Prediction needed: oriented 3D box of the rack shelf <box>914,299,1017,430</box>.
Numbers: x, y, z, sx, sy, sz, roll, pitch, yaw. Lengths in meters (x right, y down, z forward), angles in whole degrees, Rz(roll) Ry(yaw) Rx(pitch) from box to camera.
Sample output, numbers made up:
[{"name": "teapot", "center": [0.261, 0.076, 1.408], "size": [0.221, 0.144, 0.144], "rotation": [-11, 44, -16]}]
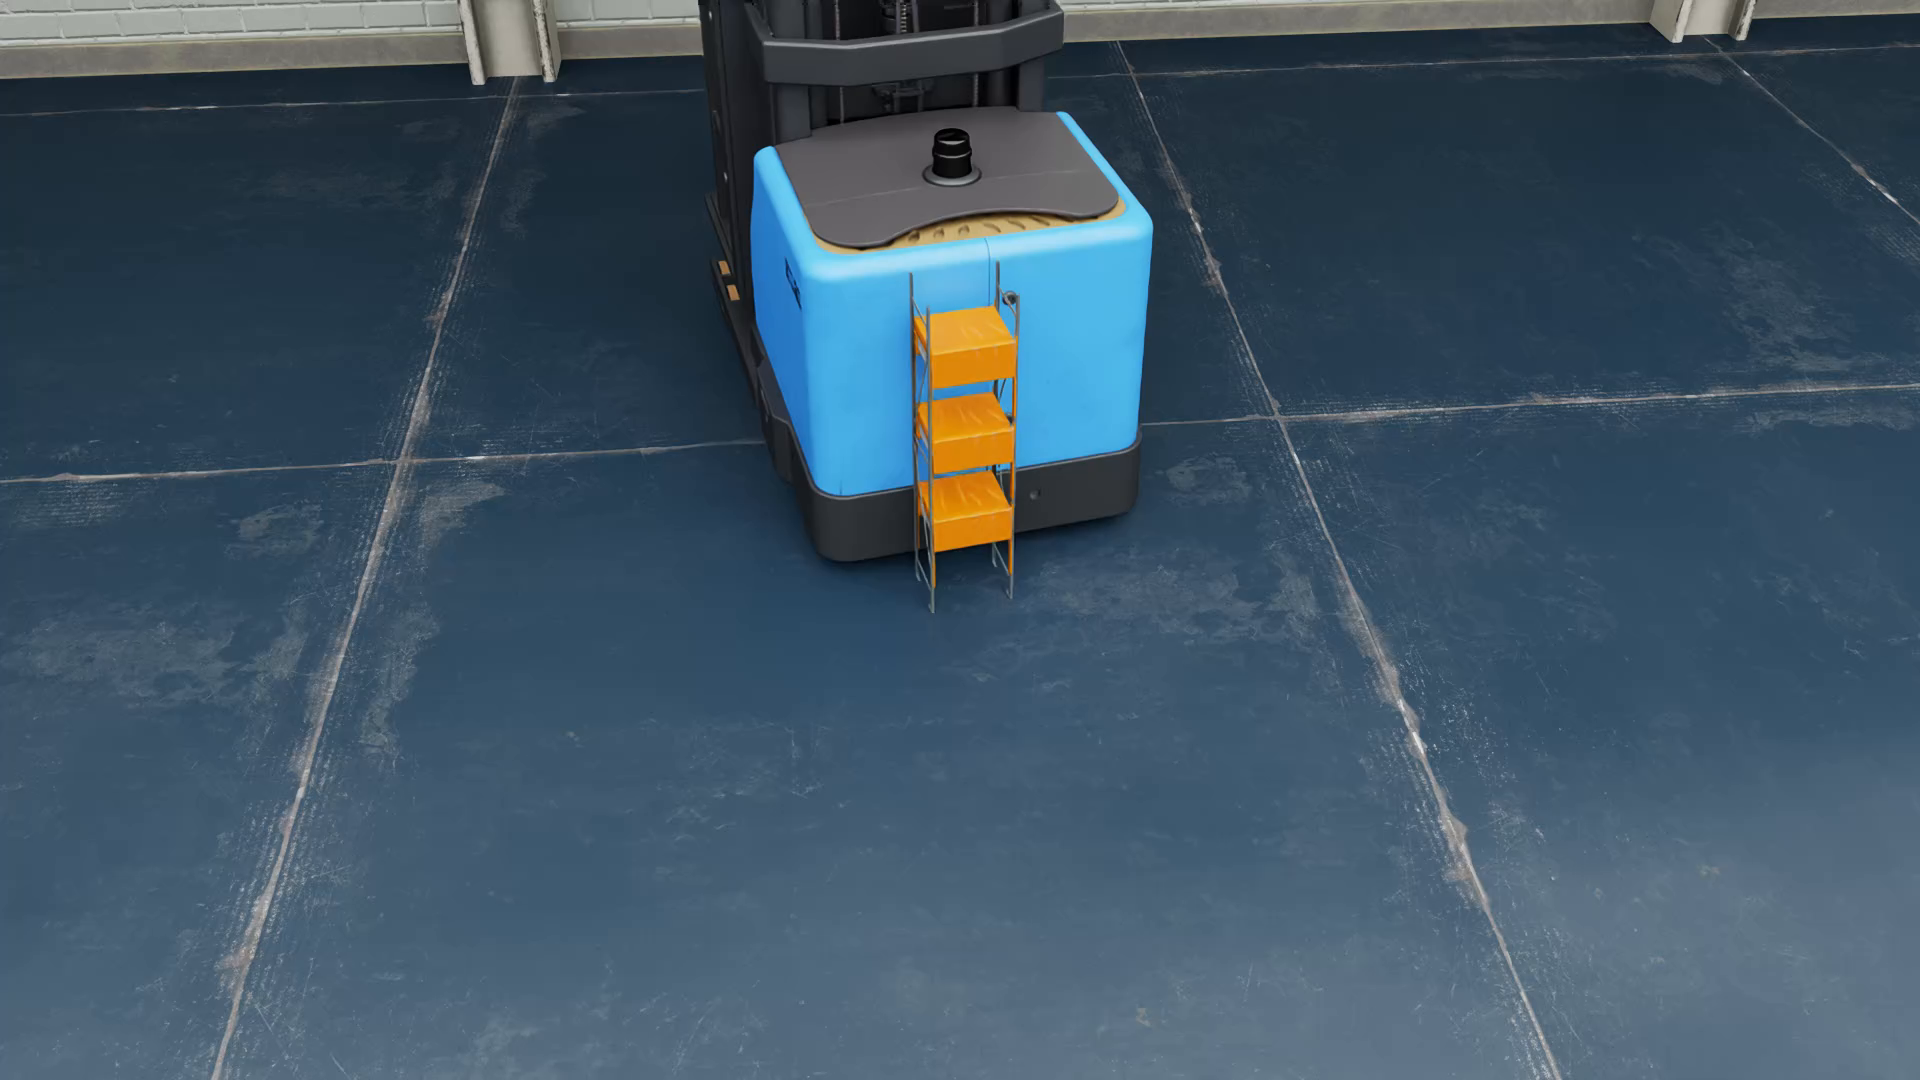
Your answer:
[{"name": "rack shelf", "center": [0.010, -0.483, 4.574], "size": [0.240, 0.259, 0.215], "rotation": [-10, 39, -12]}]

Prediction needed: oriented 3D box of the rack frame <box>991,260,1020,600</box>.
[{"name": "rack frame", "center": [0.128, -0.290, 4.769], "size": [0.008, 1.050, 0.200], "rotation": [-10, 39, -12]}]

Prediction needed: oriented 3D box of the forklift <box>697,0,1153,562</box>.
[{"name": "forklift", "center": [-0.327, -2.003, 5.422], "size": [1.130, 2.935, 3.031], "rotation": [-10, 39, -12]}]

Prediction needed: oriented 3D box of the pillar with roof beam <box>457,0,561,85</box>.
[{"name": "pillar with roof beam", "center": [-1.792, -3.185, 2.021], "size": [0.400, 9.000, 9.100], "rotation": [-3, 38, -4]}]

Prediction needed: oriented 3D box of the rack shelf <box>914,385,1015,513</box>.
[{"name": "rack shelf", "center": [0.010, -0.261, 4.750], "size": [0.240, 0.259, 0.215], "rotation": [-10, 39, -12]}]

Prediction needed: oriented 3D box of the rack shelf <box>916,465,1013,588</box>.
[{"name": "rack shelf", "center": [0.010, -0.043, 4.922], "size": [0.240, 0.259, 0.215], "rotation": [-10, 39, -12]}]

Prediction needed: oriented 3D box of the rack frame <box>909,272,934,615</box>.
[{"name": "rack frame", "center": [-0.107, -0.248, 4.717], "size": [0.008, 1.050, 0.200], "rotation": [-10, 39, -12]}]

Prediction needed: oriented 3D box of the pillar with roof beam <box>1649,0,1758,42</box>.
[{"name": "pillar with roof beam", "center": [4.184, -3.514, 2.439], "size": [0.400, 9.000, 9.100], "rotation": [-3, 38, -4]}]

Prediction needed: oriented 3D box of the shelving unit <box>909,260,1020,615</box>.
[{"name": "shelving unit", "center": [0.010, -0.269, 4.743], "size": [0.252, 1.050, 0.215], "rotation": [-10, 39, -12]}]
